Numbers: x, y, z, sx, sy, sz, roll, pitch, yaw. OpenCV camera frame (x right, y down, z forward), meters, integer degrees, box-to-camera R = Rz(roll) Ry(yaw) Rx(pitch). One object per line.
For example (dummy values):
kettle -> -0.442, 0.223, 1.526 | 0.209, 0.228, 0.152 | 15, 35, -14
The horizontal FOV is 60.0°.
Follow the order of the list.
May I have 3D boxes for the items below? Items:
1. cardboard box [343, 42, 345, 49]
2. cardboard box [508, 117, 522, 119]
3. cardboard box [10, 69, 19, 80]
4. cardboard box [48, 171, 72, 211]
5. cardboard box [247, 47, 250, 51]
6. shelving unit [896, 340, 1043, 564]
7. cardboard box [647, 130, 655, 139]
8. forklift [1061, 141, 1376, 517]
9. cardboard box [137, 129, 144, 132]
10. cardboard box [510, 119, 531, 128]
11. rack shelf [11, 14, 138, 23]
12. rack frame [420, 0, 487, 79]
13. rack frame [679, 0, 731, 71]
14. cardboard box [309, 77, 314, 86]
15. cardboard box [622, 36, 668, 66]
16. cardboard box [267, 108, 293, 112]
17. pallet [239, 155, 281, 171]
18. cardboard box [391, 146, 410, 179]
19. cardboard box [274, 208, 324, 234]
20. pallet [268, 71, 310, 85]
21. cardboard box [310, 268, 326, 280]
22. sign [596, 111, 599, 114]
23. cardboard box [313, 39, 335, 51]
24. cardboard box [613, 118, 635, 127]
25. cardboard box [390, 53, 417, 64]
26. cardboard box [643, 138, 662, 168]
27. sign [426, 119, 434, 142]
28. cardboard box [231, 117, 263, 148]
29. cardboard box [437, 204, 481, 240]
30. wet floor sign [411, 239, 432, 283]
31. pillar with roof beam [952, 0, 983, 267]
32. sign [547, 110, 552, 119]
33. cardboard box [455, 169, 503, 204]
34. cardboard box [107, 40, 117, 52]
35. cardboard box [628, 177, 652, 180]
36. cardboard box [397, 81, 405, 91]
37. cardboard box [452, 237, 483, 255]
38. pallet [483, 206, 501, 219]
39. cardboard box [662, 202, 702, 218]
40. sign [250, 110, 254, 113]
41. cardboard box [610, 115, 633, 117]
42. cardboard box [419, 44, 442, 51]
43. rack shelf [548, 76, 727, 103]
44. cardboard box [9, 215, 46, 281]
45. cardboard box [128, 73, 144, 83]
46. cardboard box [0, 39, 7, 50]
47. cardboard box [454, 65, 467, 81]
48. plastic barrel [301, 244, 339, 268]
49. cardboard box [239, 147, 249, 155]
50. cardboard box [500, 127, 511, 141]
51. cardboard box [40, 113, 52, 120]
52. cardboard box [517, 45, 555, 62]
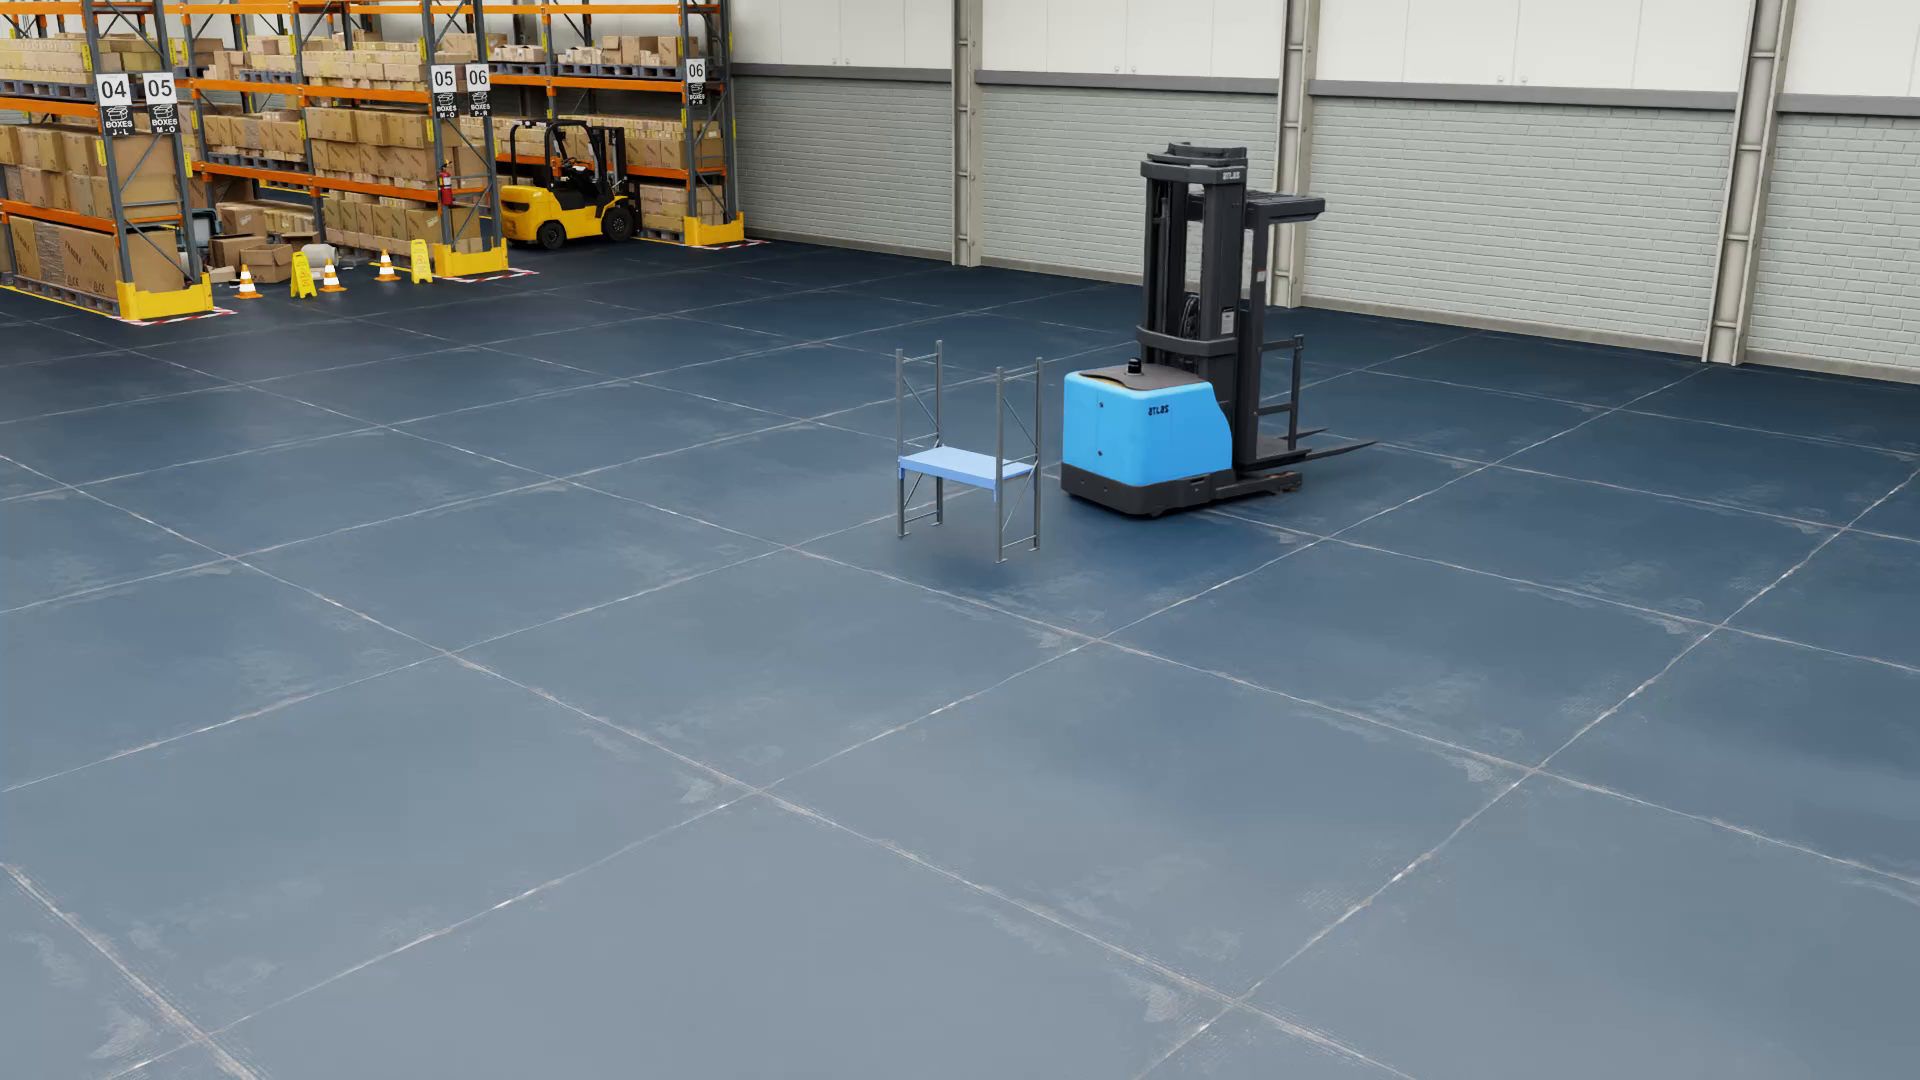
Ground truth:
cardboard box -> -13.088, -10.678, 35.905 | 0.250, 0.149, 0.380 | 14, 23, 38
cardboard box -> -8.898, -8.466, 33.592 | 0.250, 0.149, 0.380 | 16, 24, 41
cardboard box -> -13.138, -6.570, 23.450 | 0.250, 0.149, 0.380 | 15, 23, 38
cardboard box -> -12.448, -5.042, 23.791 | 0.500, 0.550, 0.875 | 15, 23, 39
cardboard box -> -16.269, -11.388, 38.834 | 0.500, 0.250, 0.500 | 15, 23, 39
shelving unit -> 0.064, -0.698, 12.831 | 1.048, 1.500, 0.538 | 15, 23, 39
cardboard box -> -5.440, -7.352, 30.082 | 0.250, 0.149, 0.380 | 15, 23, 39
forklift -> 2.370, -1.910, 14.285 | 3.031, 2.935, 1.130 | -12, 21, -32
cardboard box -> -15.810, -7.921, 32.534 | 0.500, 0.250, 0.500 | 15, 23, 40
cardboard box -> -8.640, -8.203, 32.763 | 0.250, 0.149, 0.380 | 14, 23, 38
rack shelf -> -18.216, -10.840, 34.241 | 4.000, 0.370, 1.077 | 15, 23, 39
rack frame -> -7.745, -8.562, 25.214 | 0.127, 3.000, 1.000 | 15, 23, 39
rack frame -> -4.453, -9.686, 28.755 | 0.127, 3.000, 1.000 | 15, 23, 39
cardboard box -> -10.665, -7.697, 27.861 | 0.250, 0.149, 0.380 | 15, 23, 38
cardboard box -> -5.645, -8.814, 29.941 | 0.500, 0.500, 0.700 | 15, 23, 40
cardboard box -> -12.317, -7.743, 30.128 | 0.250, 0.149, 0.380 | 14, 22, 37
pallet -> -12.221, -6.829, 29.989 | 1.213, 0.211, 1.003 | 15, 23, 39
cardboard box -> -8.705, -6.040, 26.529 | 0.500, 0.500, 0.500 | 15, 23, 39
cardboard box -> -11.671, -5.702, 29.769 | 0.950, 0.372, 0.625 | -17, 24, -42
pallet -> -11.128, -7.994, 28.694 | 1.003, 0.211, 1.213 | 15, 23, 39
cardboard box -> -10.065, -4.150, 25.942 | 0.380, 0.149, 0.250 | -6, 18, -18
sign -> -7.077, -8.206, 32.447 | 0.005, 0.325, 0.100 | 15, 23, 39
cardboard box -> -11.287, -8.608, 29.046 | 0.500, 0.250, 0.500 | 14, 23, 38
cardboard box -> -6.189, -7.710, 30.719 | 0.250, 0.149, 0.380 | 15, 23, 39
cardboard box -> -8.720, -7.564, 26.125 | 0.250, 0.149, 0.380 | 15, 23, 40
cardboard box -> -5.377, -7.020, 30.107 | 0.500, 0.500, 0.500 | 16, 24, 41
sign -> -8.128, -6.284, 25.516 | 0.005, 0.325, 0.100 | 15, 23, 39
cardboard box -> -12.749, -7.348, 29.954 | 0.500, 0.500, 0.500 | 16, 23, 40
cardboard box -> -8.183, -5.179, 27.083 | 0.500, 0.500, 0.500 | 14, 22, 37
wet floor sign -> -8.313, -4.300, 25.595 | 0.267, 0.644, 0.232 | -9, 20, -27
pillar with roof beam -> -2.745, -7.851, 22.973 | 0.400, 9.000, 9.100 | 15, 23, 39
sign -> -7.798, -8.019, 31.637 | 0.005, 0.325, 0.100 | 15, 23, 39
cardboard box -> -9.979, -7.373, 34.616 | 0.625, 0.625, 0.875 | 16, 24, 41
cardboard box -> -11.372, -6.741, 22.673 | 0.250, 0.149, 0.380 | 15, 23, 39
cardboard box -> -6.190, -6.738, 31.582 | 0.500, 0.250, 0.500 | 15, 23, 40
cardboard box -> -8.581, -7.125, 26.059 | 0.250, 0.149, 0.380 | 16, 24, 41
cardboard box -> -8.165, -4.817, 27.182 | 0.500, 0.250, 0.500 | 15, 23, 39
pallet -> -8.938, -6.685, 33.825 | 1.213, 0.211, 1.003 | 15, 23, 39
cardboard box -> -5.024, -5.981, 30.025 | 0.500, 0.250, 0.500 | 15, 23, 39
sign -> -13.375, -7.948, 31.413 | 0.005, 0.325, 0.100 | 15, 23, 39
cardboard box -> -6.410, -7.987, 31.589 | 0.250, 0.149, 0.380 | 14, 23, 38
cardboard box -> -10.890, -10.125, 34.195 | 0.250, 0.149, 0.380 | 16, 24, 41
rack shelf -> -5.949, -8.315, 30.583 | 4.000, 0.370, 1.077 | 15, 23, 39
cardboard box -> -13.523, -4.411, 24.870 | 0.875, 0.875, 0.875 | 15, 23, 40
cardboard box -> -10.999, -6.262, 22.480 | 0.250, 0.149, 0.380 | 15, 23, 40
cardboard box -> -13.329, -7.001, 23.491 | 0.250, 0.149, 0.380 | 15, 23, 38
cardboard box -> -7.944, -7.364, 26.154 | 0.500, 0.250, 0.500 | 15, 23, 38
plastic barrel -> -10.295, -4.547, 26.739 | 0.512, 0.421, 0.421 | -3, 18, -8
cardboard box -> -12.821, -7.062, 30.125 | 0.380, 0.149, 0.250 | -17, 24, -42
cardboard box -> -8.750, -8.043, 32.917 | 0.500, 0.250, 0.500 | 16, 23, 40
cardboard box -> -19.151, -9.177, 35.250 | 0.500, 0.500, 0.500 | 14, 23, 38
cardboard box -> -8.148, -9.355, 31.959 | 0.500, 0.311, 0.500 | 14, 22, 38
